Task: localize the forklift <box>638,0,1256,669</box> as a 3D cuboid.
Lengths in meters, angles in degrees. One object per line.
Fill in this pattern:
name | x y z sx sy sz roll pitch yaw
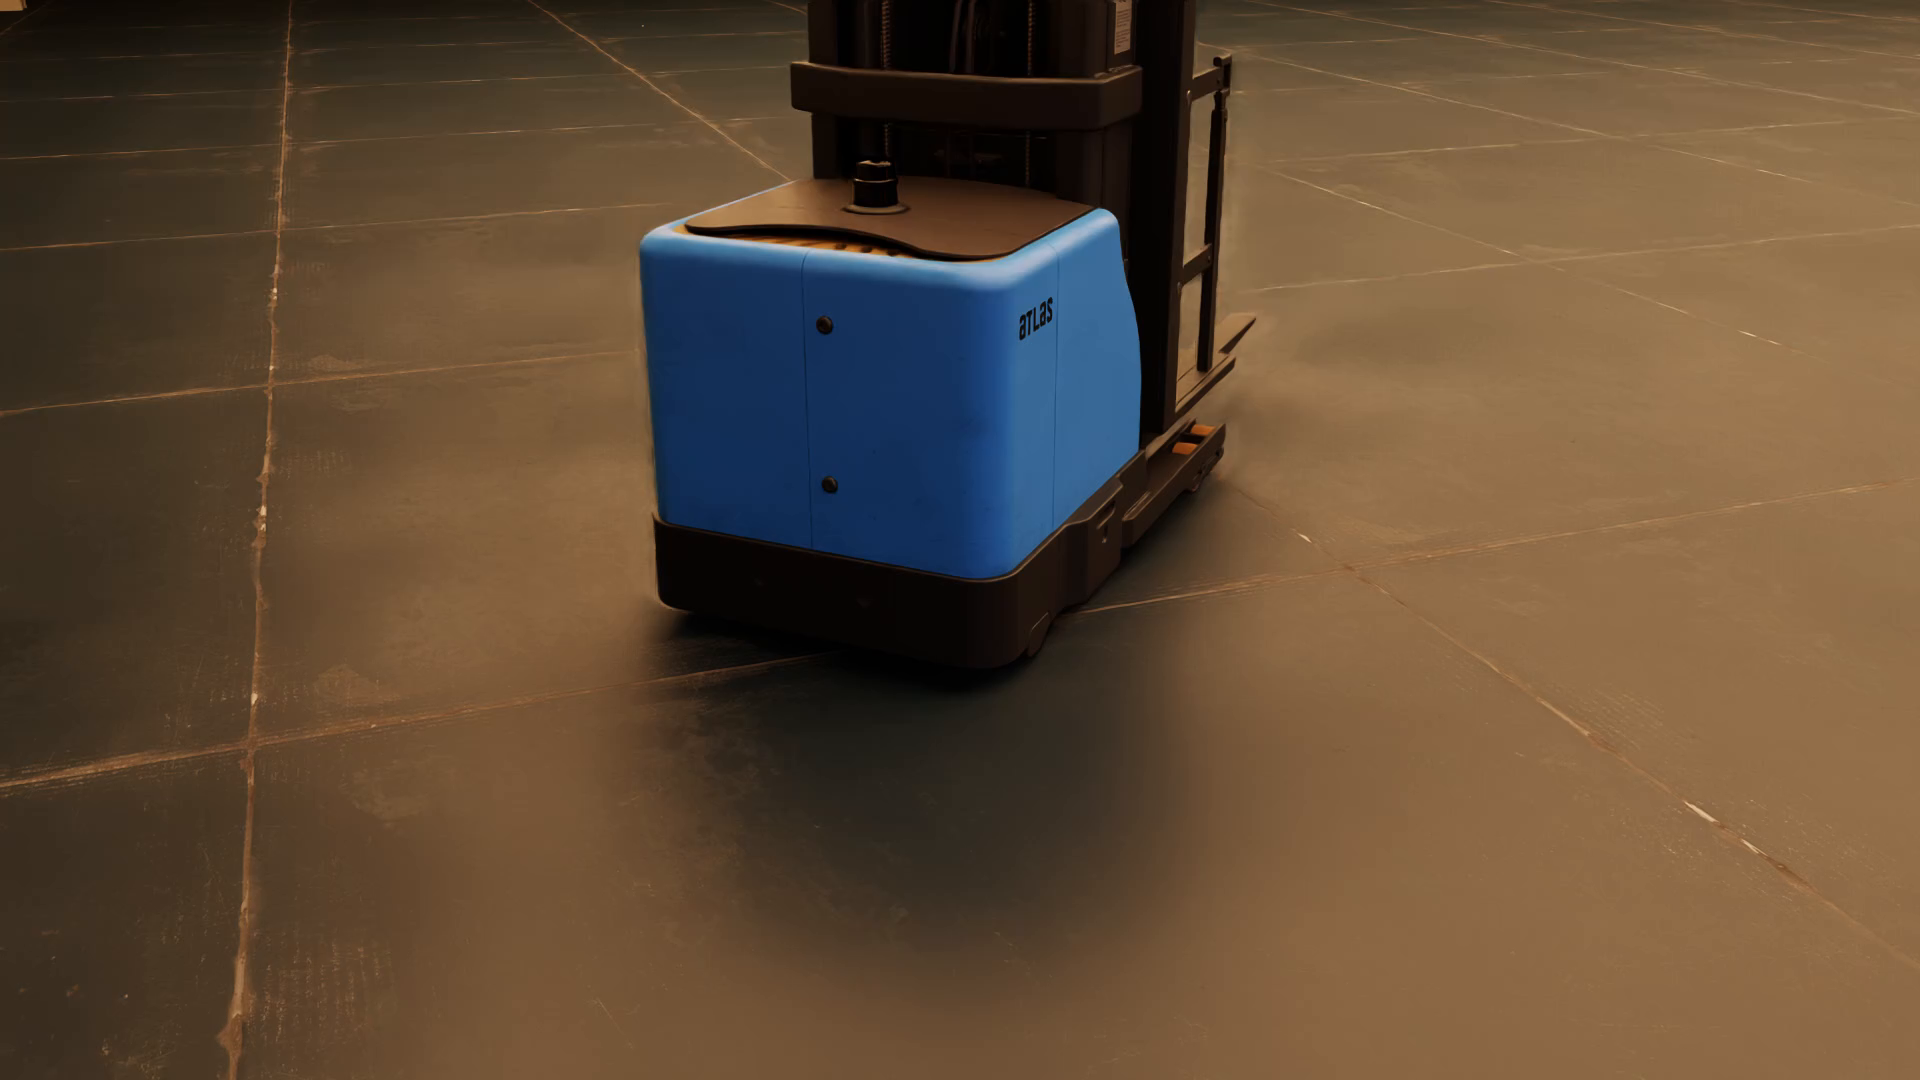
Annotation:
forklift | 0.248 -1.568 5.027 1.130 2.935 3.031 10 25 22
